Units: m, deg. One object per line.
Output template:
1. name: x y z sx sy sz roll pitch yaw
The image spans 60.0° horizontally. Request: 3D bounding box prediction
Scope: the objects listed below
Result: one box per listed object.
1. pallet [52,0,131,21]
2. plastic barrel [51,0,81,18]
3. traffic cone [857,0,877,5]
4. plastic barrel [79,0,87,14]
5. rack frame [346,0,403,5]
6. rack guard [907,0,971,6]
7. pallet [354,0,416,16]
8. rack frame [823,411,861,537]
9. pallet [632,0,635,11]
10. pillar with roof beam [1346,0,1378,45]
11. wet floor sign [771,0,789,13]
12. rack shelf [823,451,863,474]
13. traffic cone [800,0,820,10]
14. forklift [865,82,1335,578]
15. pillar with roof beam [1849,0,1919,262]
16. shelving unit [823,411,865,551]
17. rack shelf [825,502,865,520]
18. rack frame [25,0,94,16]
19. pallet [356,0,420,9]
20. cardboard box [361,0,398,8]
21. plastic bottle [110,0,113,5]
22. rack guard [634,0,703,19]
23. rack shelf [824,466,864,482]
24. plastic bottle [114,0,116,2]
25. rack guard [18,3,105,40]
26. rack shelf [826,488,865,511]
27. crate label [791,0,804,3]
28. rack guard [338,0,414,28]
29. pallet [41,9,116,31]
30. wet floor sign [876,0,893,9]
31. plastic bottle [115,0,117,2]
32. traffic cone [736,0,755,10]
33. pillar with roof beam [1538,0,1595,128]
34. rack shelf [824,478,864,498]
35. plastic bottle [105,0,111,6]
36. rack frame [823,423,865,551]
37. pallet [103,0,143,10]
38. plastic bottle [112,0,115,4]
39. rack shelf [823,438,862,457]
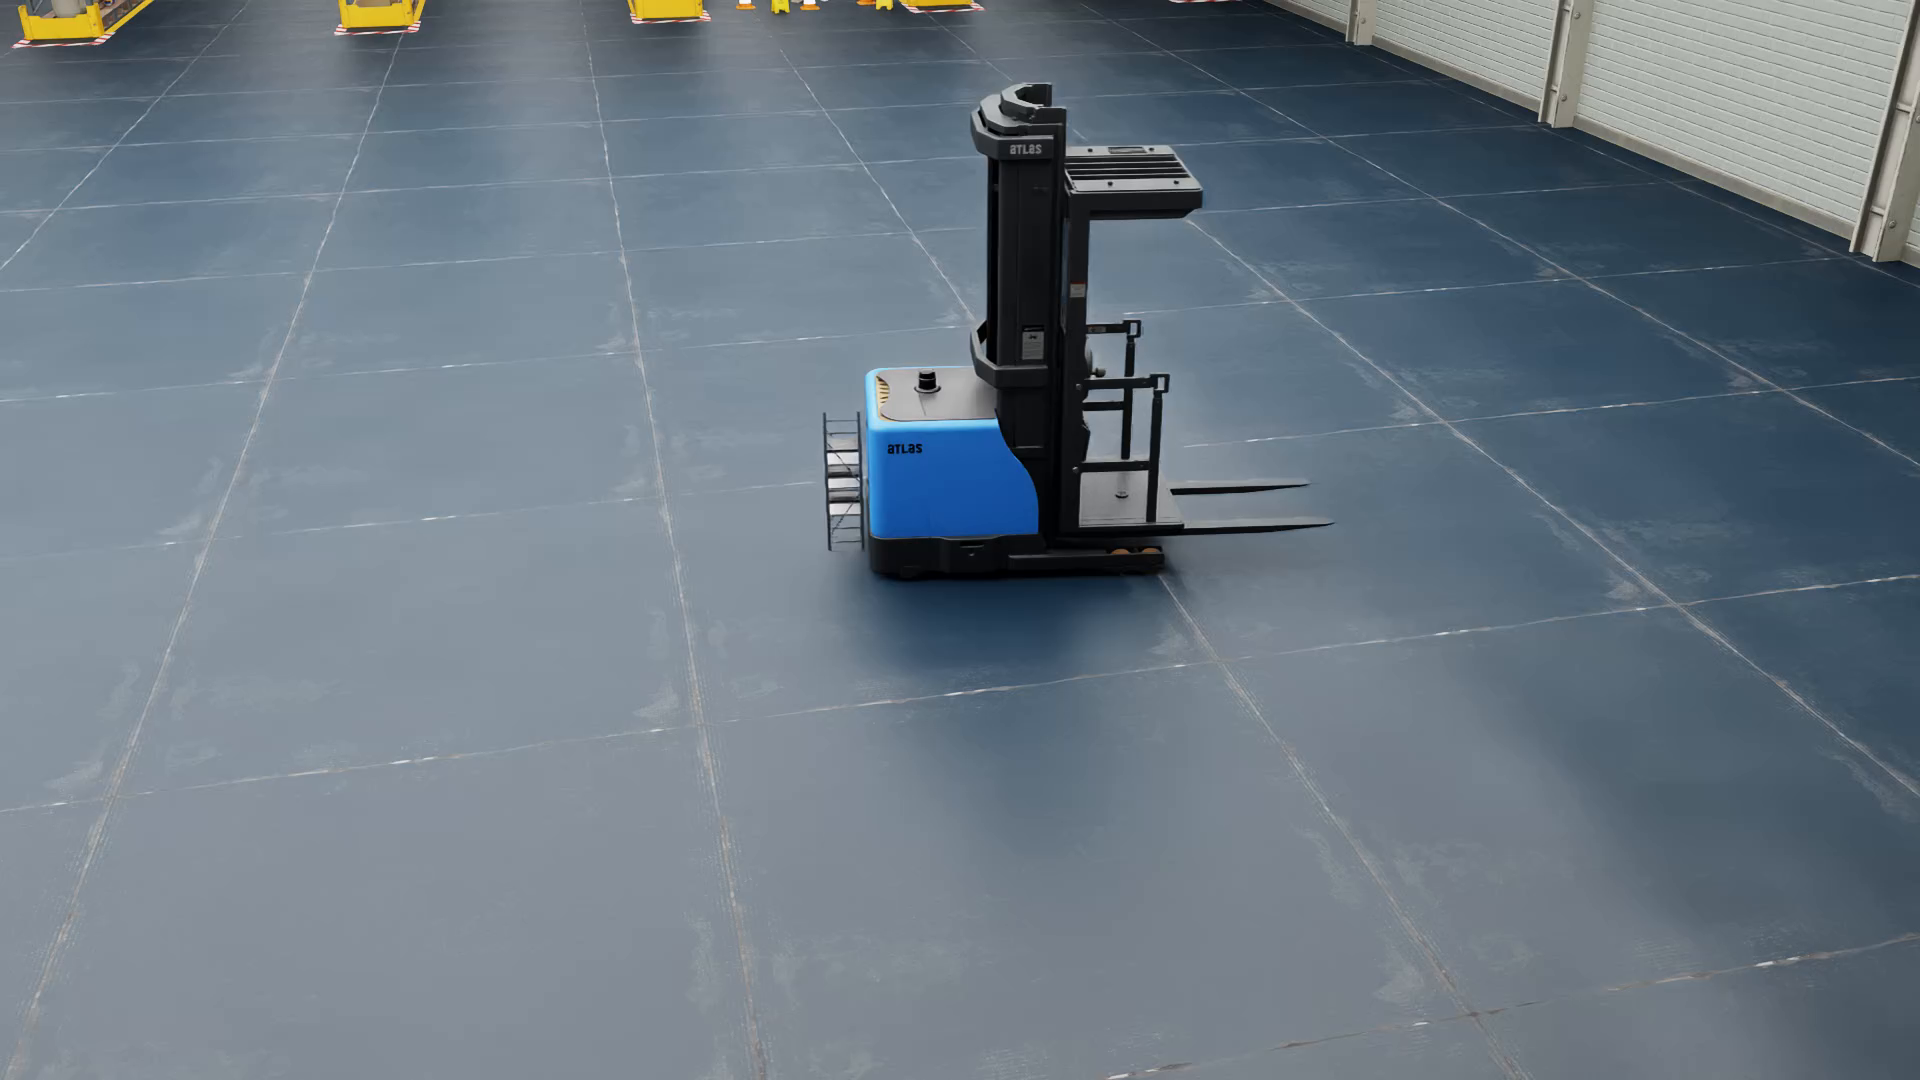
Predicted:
1. pallet: -15.364 -9.380 29.445 1.003 0.211 1.213 -6 27 -12
2. plastic barrel: -15.075 -9.062 28.017 0.421 0.512 0.421 0 27 0
3. traffic cone: -1.725 -10.139 30.670 0.336 0.463 0.334 -6 27 -12
4. plastic barrel: -15.188 -9.282 28.453 0.421 0.512 0.421 0 27 0
5. rack frame: -10.026 -10.207 27.990 1.000 3.000 0.127 -6 27 -12
6. rack guard: -0.388 -10.131 30.613 1.175 0.500 0.348 -6 27 -12
7. pallet: -10.192 -9.356 29.398 1.003 0.211 1.213 -6 27 -12
8. rack frame: -0.764 -0.425 10.939 0.240 0.900 0.006 -2 27 -4
9. pallet: -5.427 -9.765 30.208 1.003 0.211 1.213 -6 27 -12
10. pillar with roof beam: 2.343 -11.723 24.336 9.100 9.000 0.400 -6 27 -12
11. wet floor sign: -3.235 -9.804 29.804 0.267 0.644 0.232 -11 29 -20
12. rack shelf: -0.757 -0.510 10.782 0.258 0.077 0.200 -2 27 -4
13. traffic cone: -2.730 -9.877 30.151 0.336 0.463 0.334 -6 27 -12
14. forklift: 0.906 -1.319 10.456 3.031 2.935 1.130 -2 27 -4
15. pillar with roof beam: 5.047 -6.455 13.899 9.100 9.000 0.400 -6 27 -12
16. shelving unit: -0.757 -0.379 10.848 0.258 0.900 0.210 -2 27 -4
17. rack shelf: -0.756 -0.189 10.944 0.258 0.077 0.200 -2 27 -4
18. rack frame: -14.852 -9.704 26.994 1.000 3.000 0.127 -6 27 -12
19. pallet: -10.463 -9.890 30.457 1.003 0.211 1.213 -6 27 -12
20. cardboard box: -10.151 -9.555 29.005 0.500 0.500 0.500 -1 27 -2
21. plastic bottle: -14.980 -9.524 29.255 0.097 0.201 0.097 0 27 0
22. rack guard: -5.166 -9.540 29.443 1.175 0.500 0.348 -6 27 -12
23. rack shelf: -0.757 -0.430 10.823 0.258 0.077 0.200 -2 27 -4
24. plastic bottle: -15.034 -9.661 29.447 0.097 0.271 0.097 0 27 0
25. rack guard: -14.915 -8.617 27.614 1.175 0.500 0.348 -6 27 -12
26. rack shelf: -0.756 -0.269 10.904 0.258 0.077 0.200 -2 27 -4
27. crate label: -2.967 -10.070 30.896 0.250 0.136 0.298 -23 35 -38
28. rack guard: -10.043 -9.125 28.620 1.175 0.500 0.348 -6 27 -12
29. pallet: -15.093 -8.845 28.386 1.003 0.211 1.213 -6 27 -12
30. wet floor sign: -1.371 -9.970 30.134 0.267 0.644 0.232 3 27 6
31. plastic bottle: -15.057 -9.705 29.534 0.097 0.271 0.097 0 27 0
32. traffic cone: -3.907 -9.911 30.219 0.336 0.463 0.334 -6 27 -12
33. pillar with roof beam: 3.695 -9.089 19.118 9.100 9.000 0.400 -6 27 -12
34. rack shelf: -0.757 -0.349 10.863 0.258 0.077 0.200 -2 27 -4
35. plastic bottle: -14.957 -9.510 29.149 0.097 0.271 0.097 0 27 0
36. rack frame: -0.749 -0.334 10.758 0.240 0.900 0.006 -2 27 -4
37. pallet: -15.642 -9.916 30.509 1.003 0.211 1.213 -6 27 -12
38. plastic bottle: -14.990 -9.617 29.347 0.061 0.283 0.133 -5 27 -11
39. rack shelf: -0.757 -0.590 10.741 0.258 0.077 0.200 -2 27 -4
